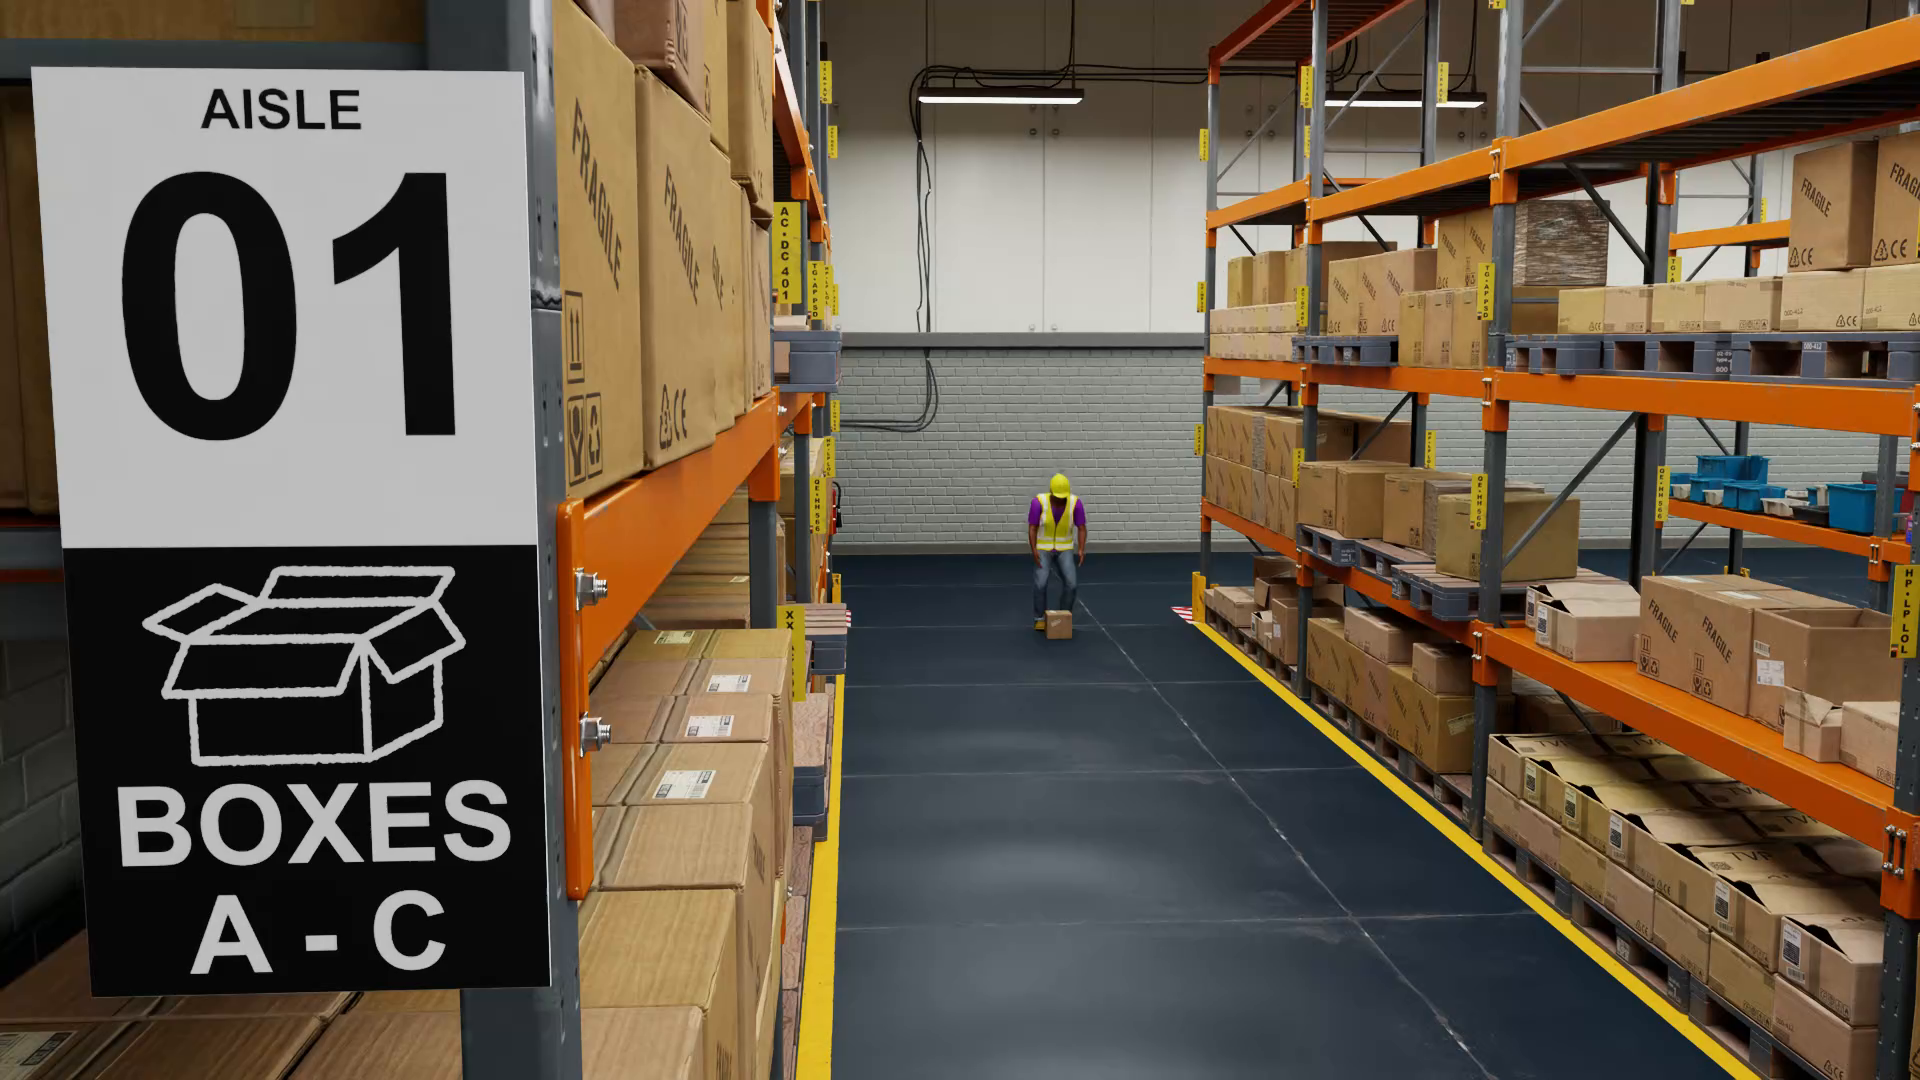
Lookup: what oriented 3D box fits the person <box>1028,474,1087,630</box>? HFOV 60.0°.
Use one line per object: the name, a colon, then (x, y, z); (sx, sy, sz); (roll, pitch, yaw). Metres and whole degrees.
person: (1.007, 0.120, 17.211); (0.613, 1.633, 0.576); (0, 7, -3)
